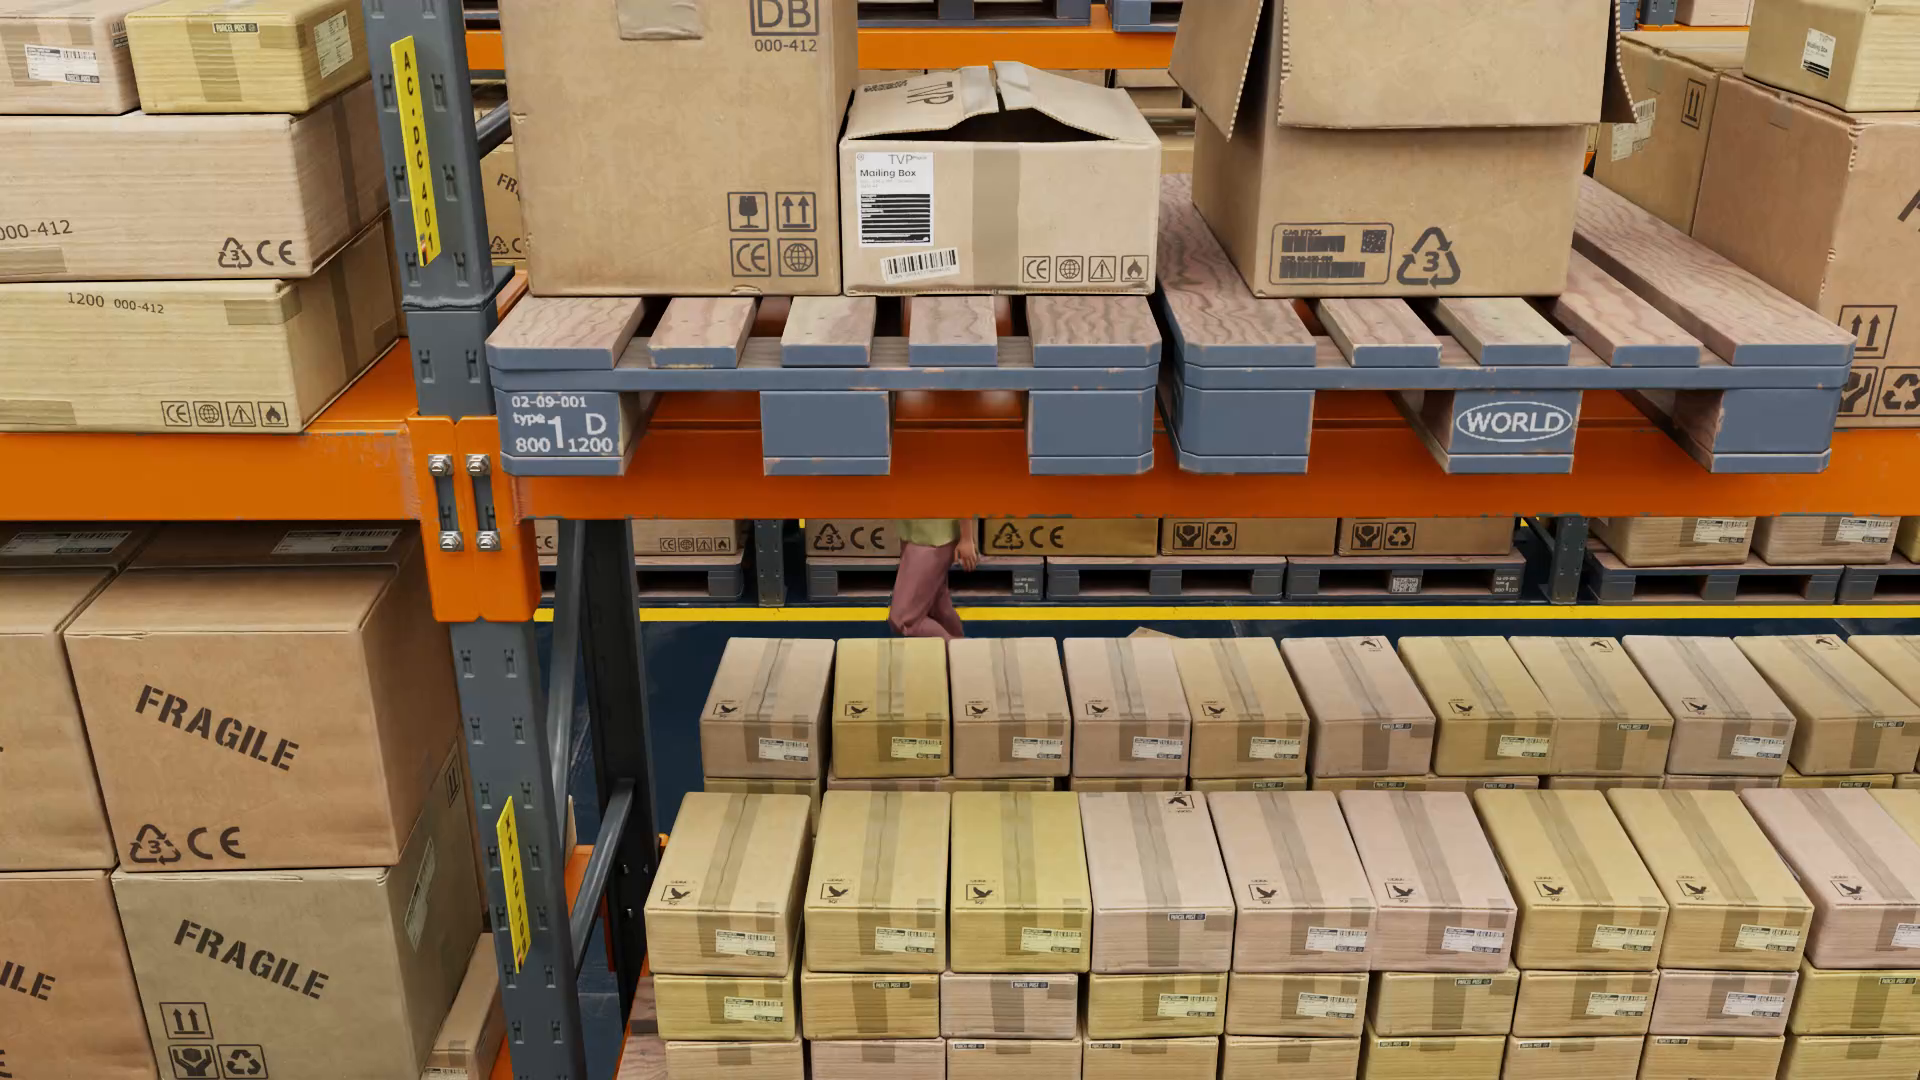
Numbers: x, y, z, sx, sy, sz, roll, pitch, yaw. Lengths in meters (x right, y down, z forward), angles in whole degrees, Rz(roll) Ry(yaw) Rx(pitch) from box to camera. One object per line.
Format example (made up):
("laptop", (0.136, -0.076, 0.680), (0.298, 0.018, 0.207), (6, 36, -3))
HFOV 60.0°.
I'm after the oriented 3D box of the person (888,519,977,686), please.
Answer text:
("person", (-0.148, -0.015, 7.106), (0.470, 1.655, 0.495), (-12, 27, -25))
